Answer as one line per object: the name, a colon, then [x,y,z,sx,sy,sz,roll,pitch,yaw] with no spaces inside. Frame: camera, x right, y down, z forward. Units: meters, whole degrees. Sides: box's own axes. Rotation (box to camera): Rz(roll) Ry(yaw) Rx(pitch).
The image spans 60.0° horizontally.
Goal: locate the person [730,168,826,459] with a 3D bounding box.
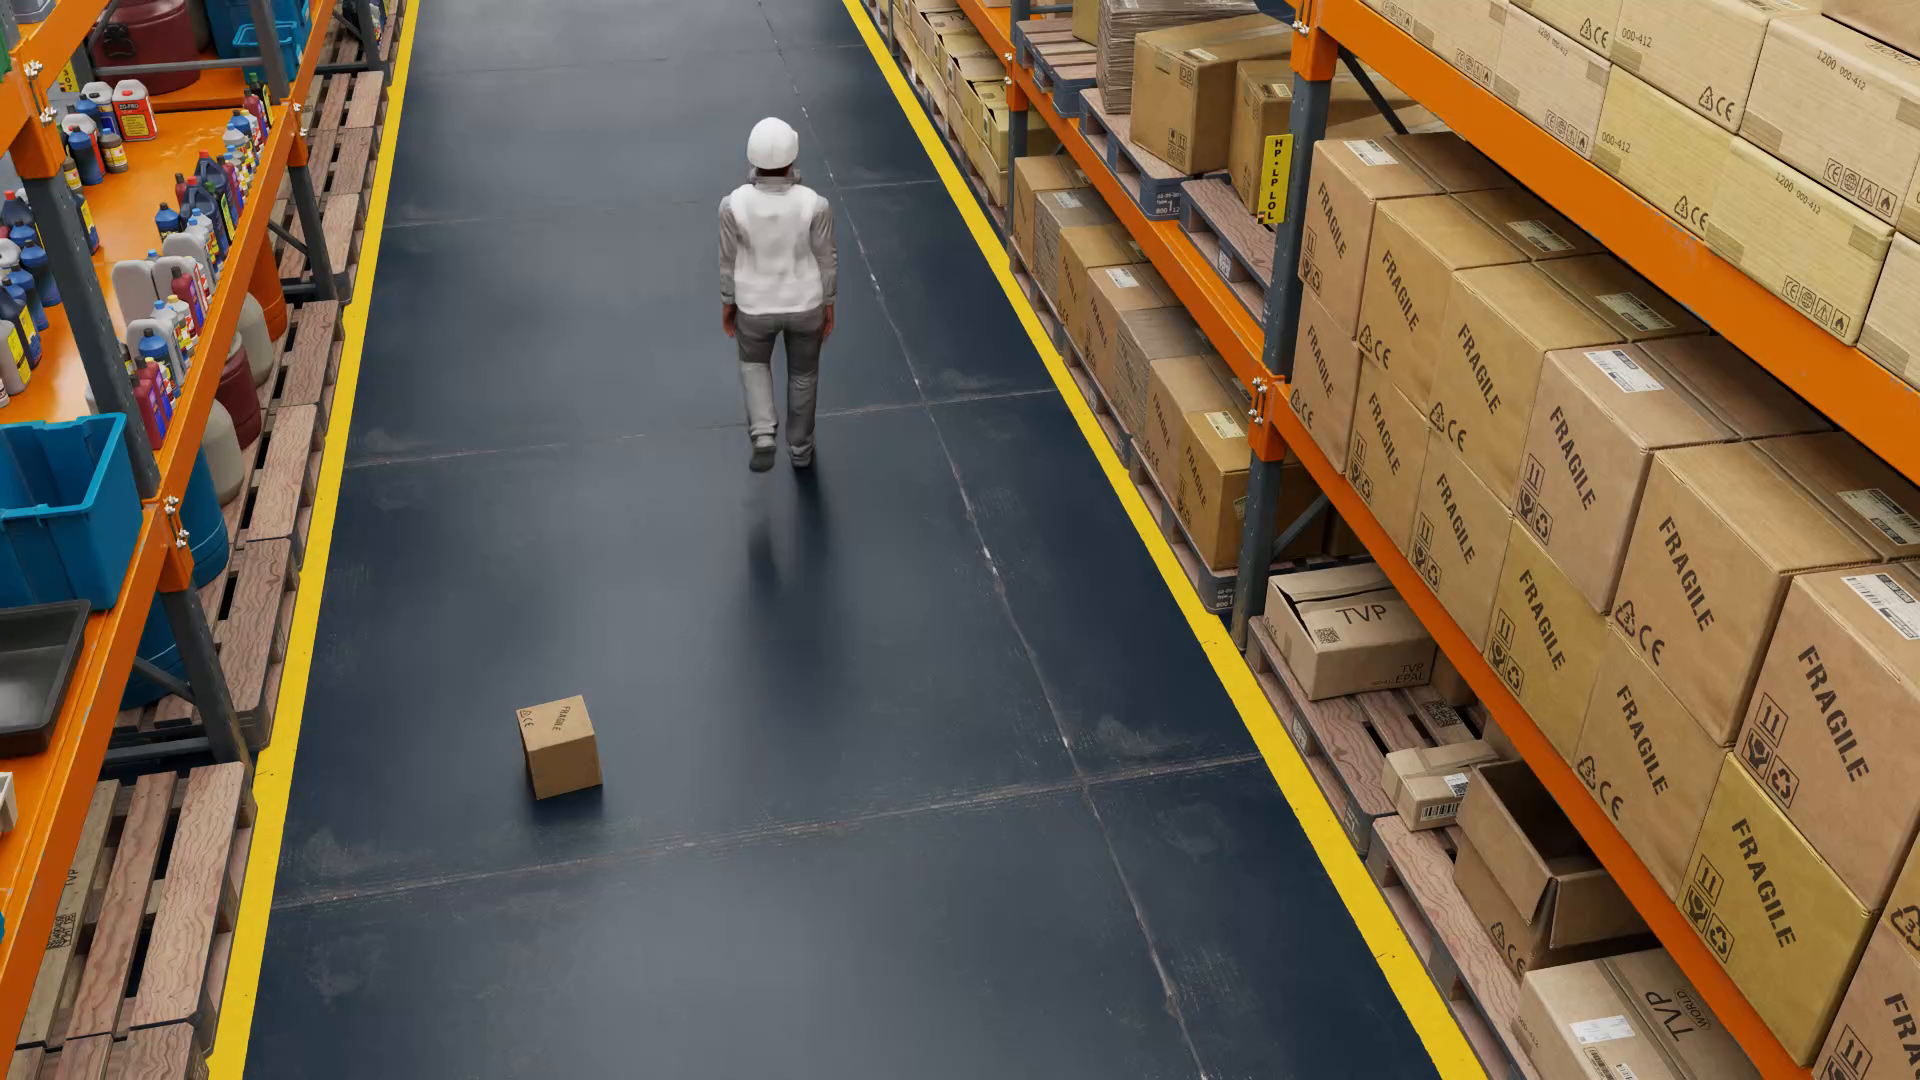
person: [-0.834,-1.029,7.748,0.453,1.474,0.470,-2,34,-3]
